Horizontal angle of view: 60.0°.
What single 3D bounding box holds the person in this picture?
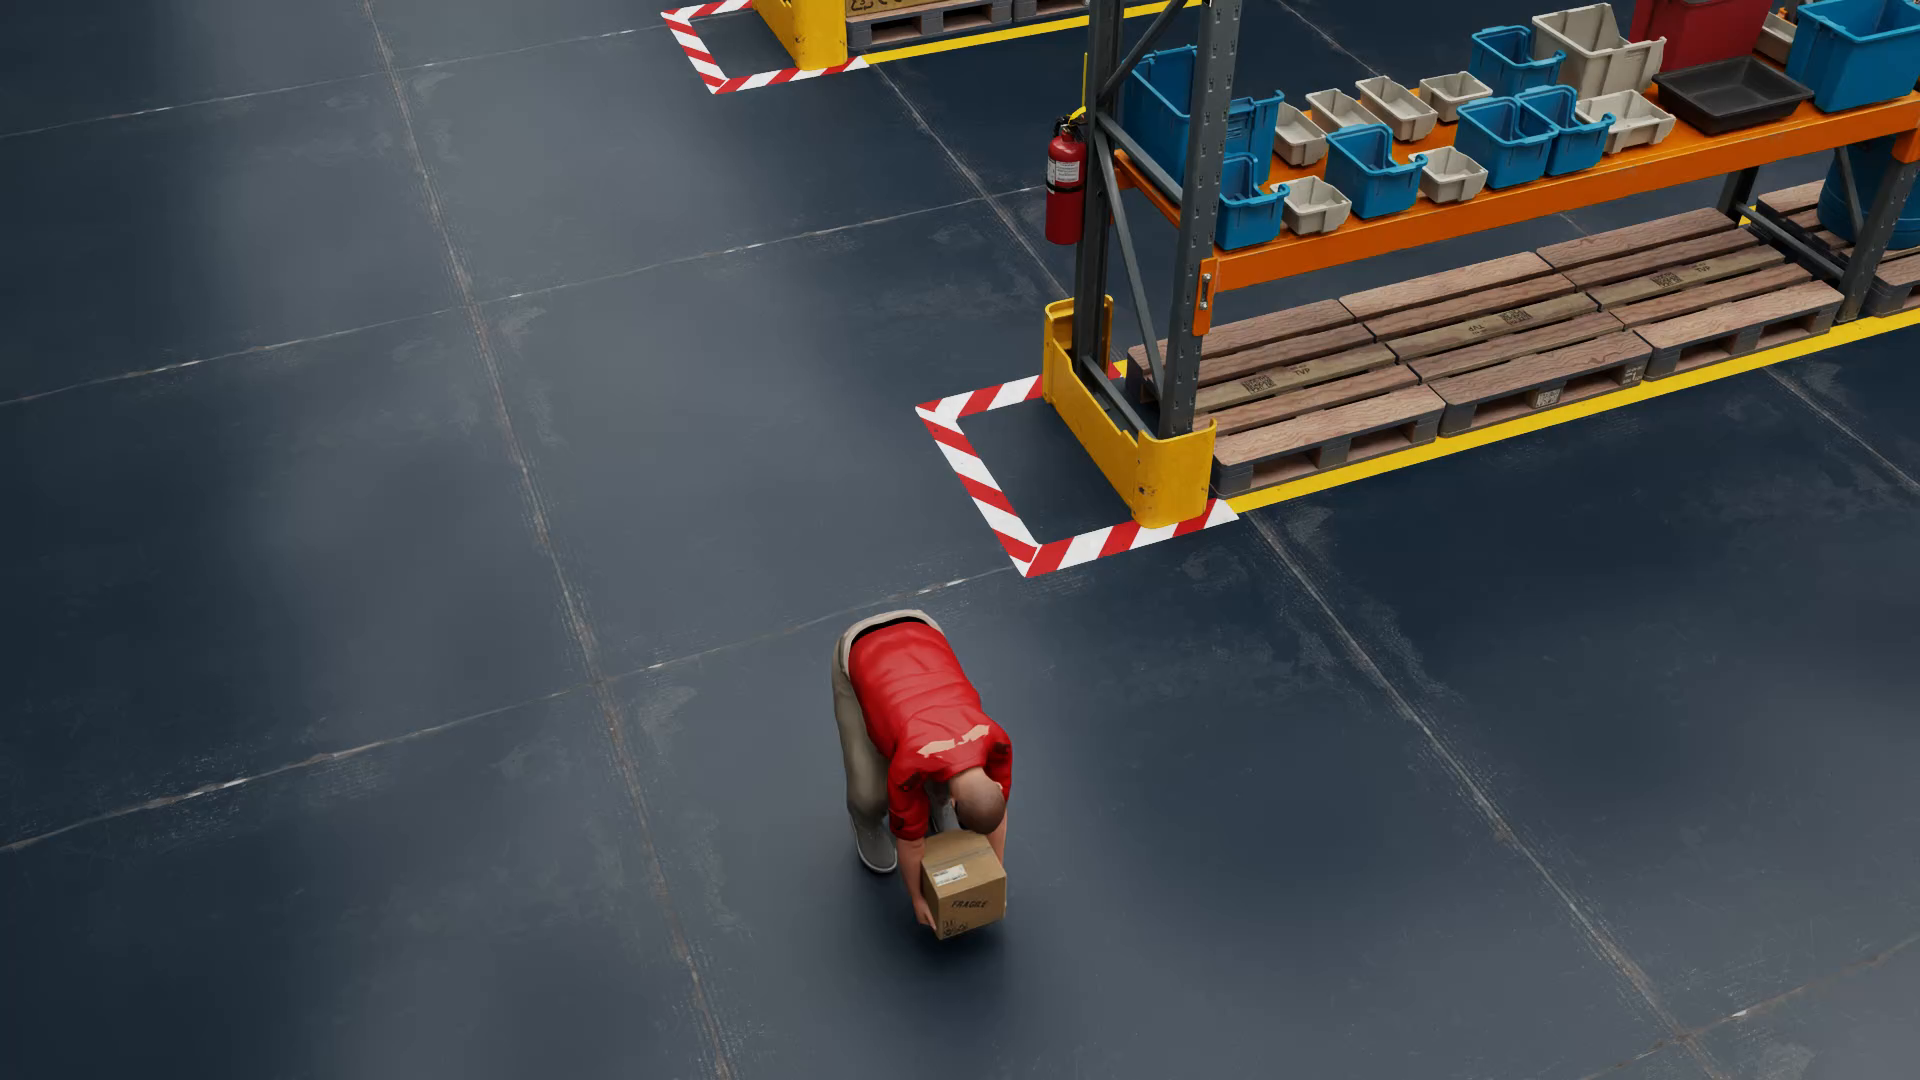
[{"bbox_3d":[-0.110,0.834,5.779,0.524,1.002,0.961,-17,44,-19],"label":"person"}]
